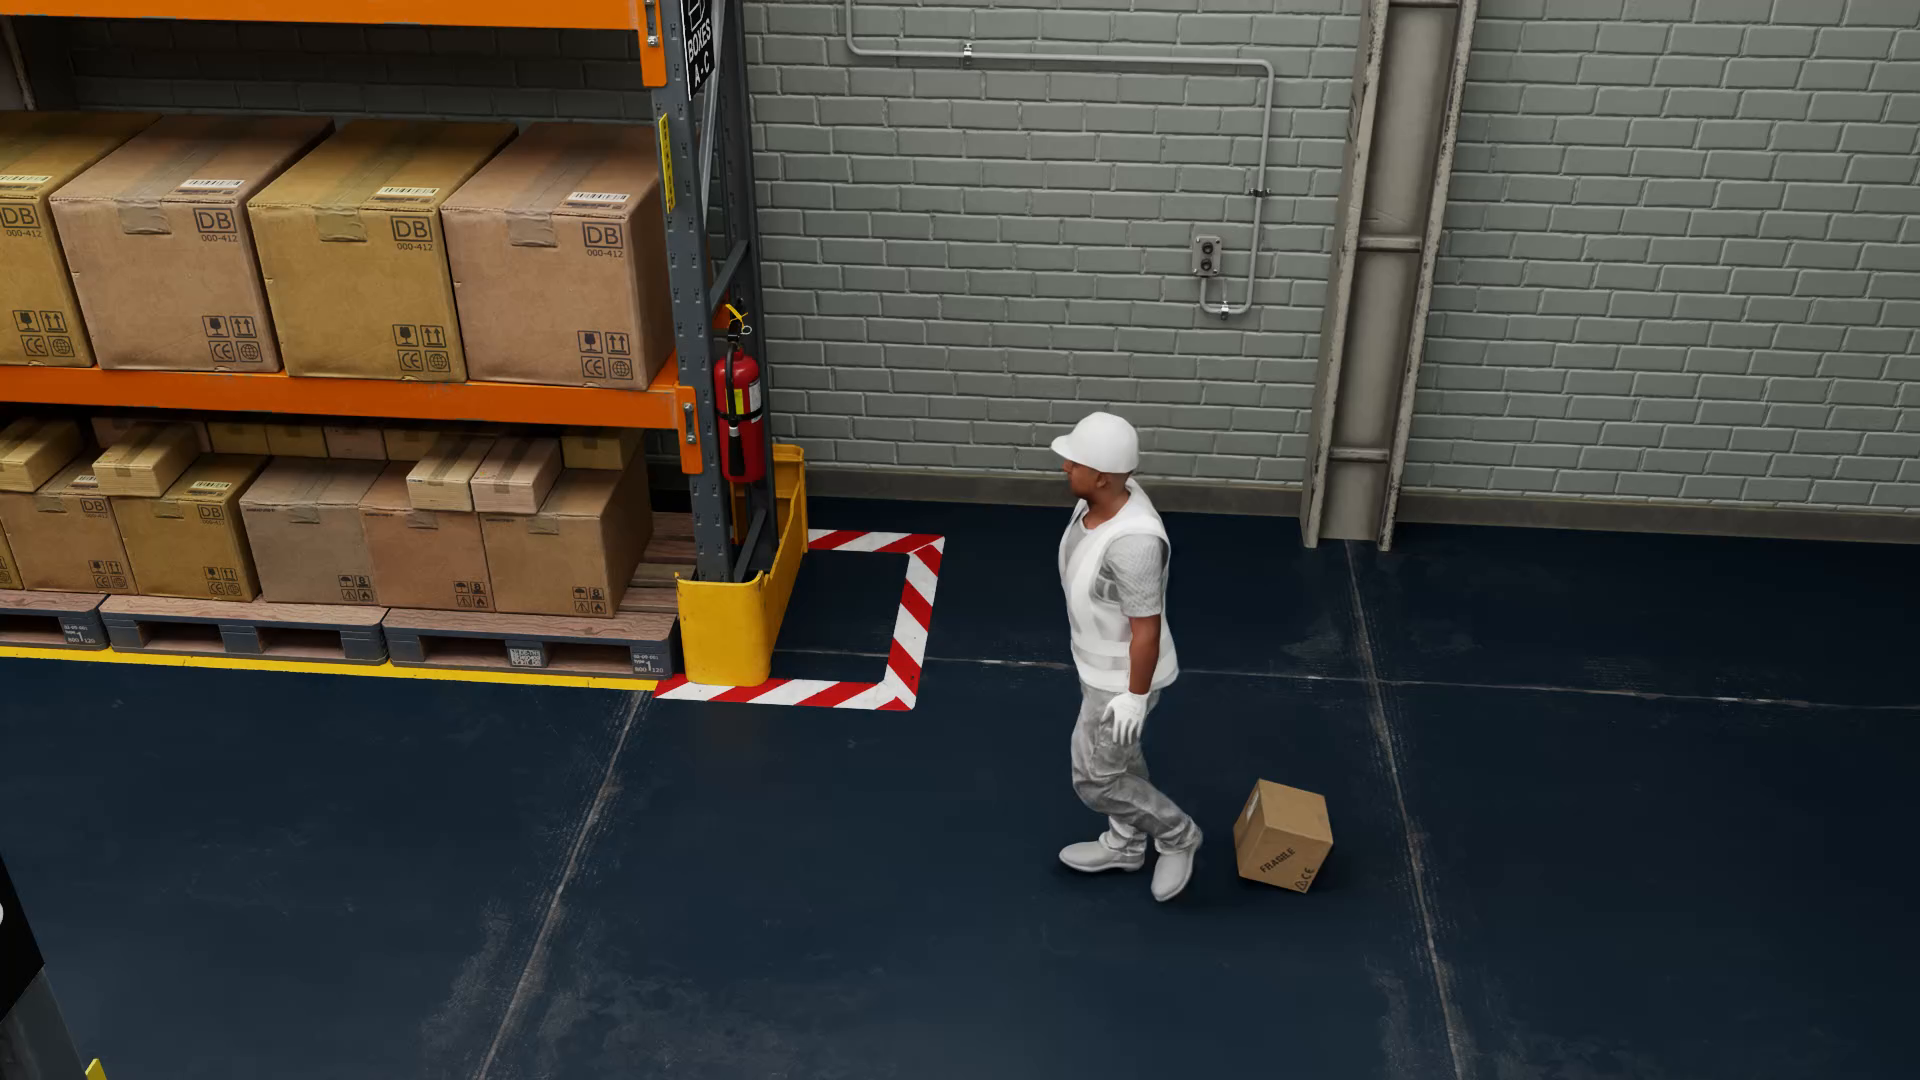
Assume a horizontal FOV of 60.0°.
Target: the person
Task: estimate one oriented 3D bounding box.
[{"bbox_3d":[0.561,0.397,5.454,0.555,1.780,0.586,-3,32,-5],"label":"person"}]
